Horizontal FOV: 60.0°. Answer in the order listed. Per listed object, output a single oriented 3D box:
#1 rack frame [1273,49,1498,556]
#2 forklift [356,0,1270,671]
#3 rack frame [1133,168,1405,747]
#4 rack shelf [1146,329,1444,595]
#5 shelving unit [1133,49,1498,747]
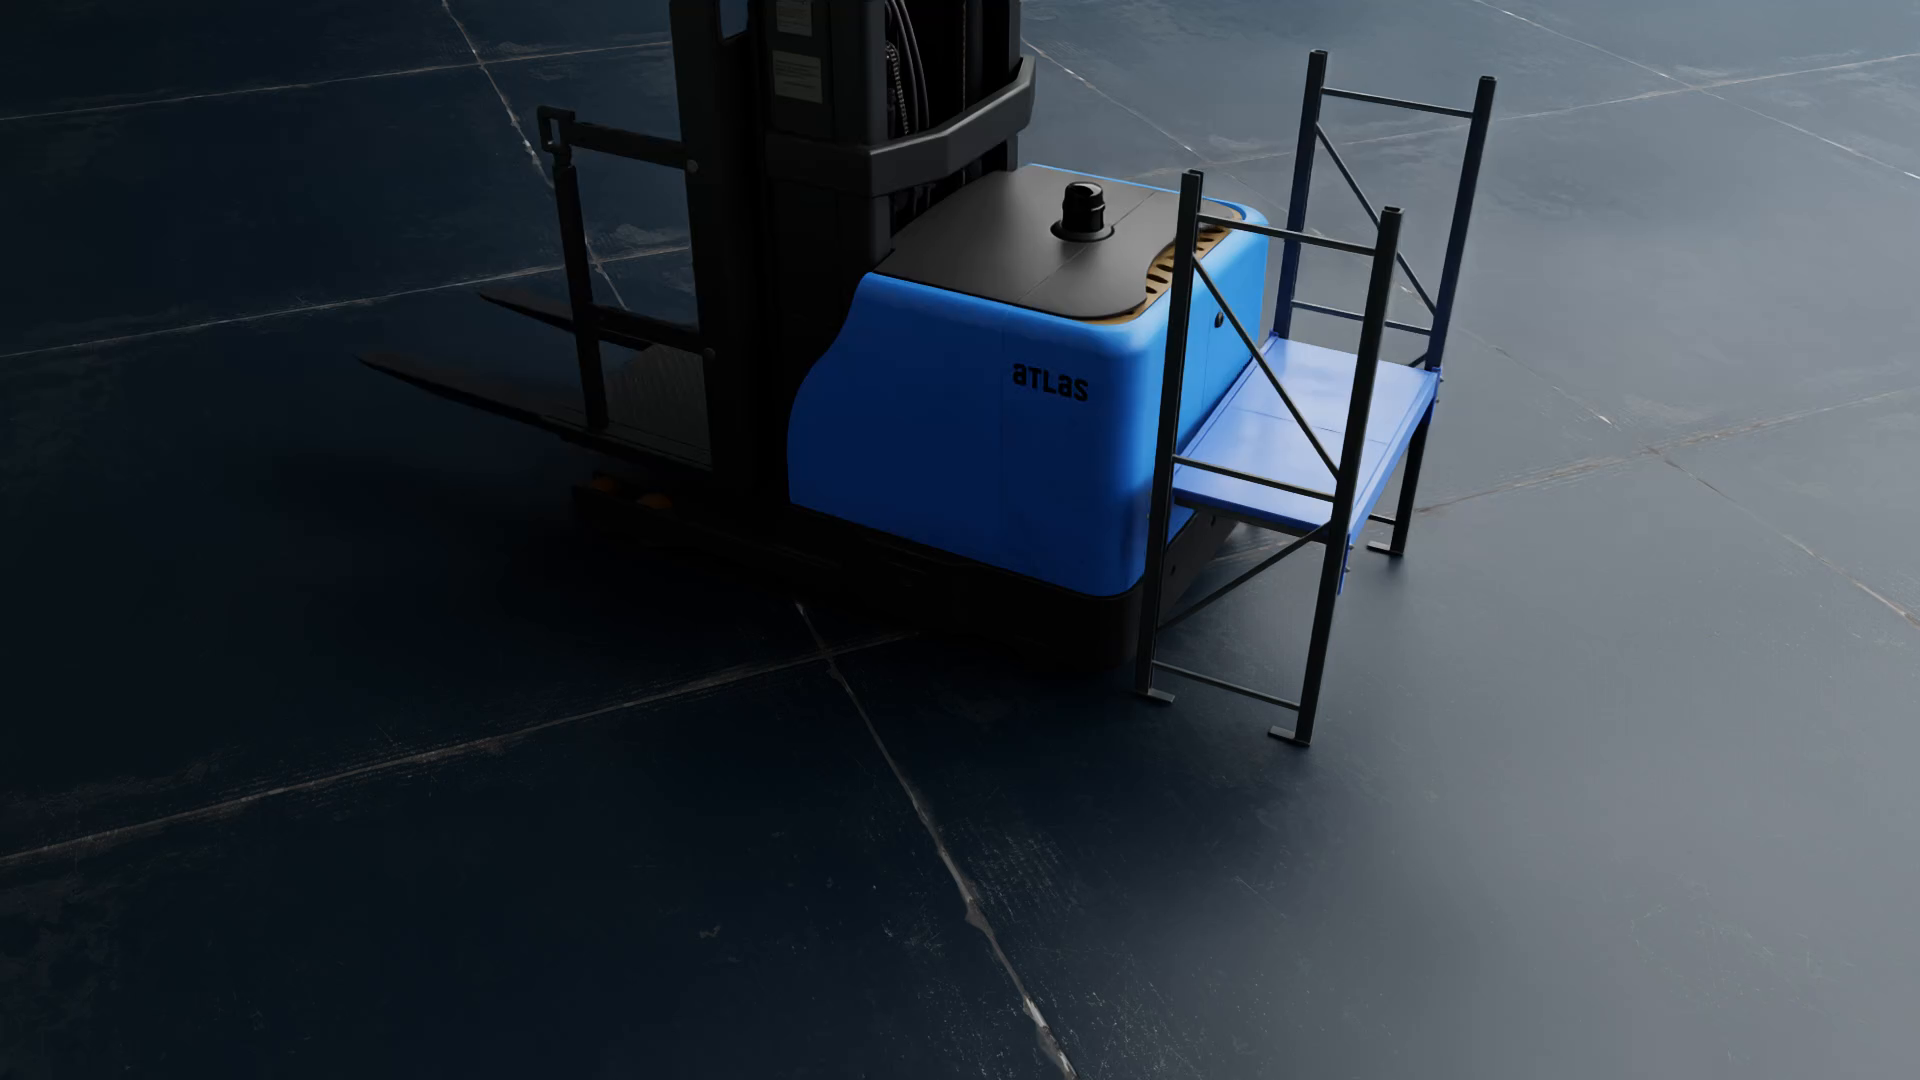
[{"bbox_3d":[1.171,-0.646,4.858,0.500,1.500,0.032,16,36,21],"label":"rack frame"},{"bbox_3d":[-0.640,-1.441,4.777,3.031,2.935,1.130,17,37,24],"label":"forklift"},{"bbox_3d":[0.721,-0.149,4.094,0.500,1.500,0.032,16,36,21],"label":"rack frame"},{"bbox_3d":[0.943,-0.247,4.576,0.538,0.185,1.000,16,36,21],"label":"rack shelf"},{"bbox_3d":[0.946,-0.397,4.476,0.538,1.500,1.048,16,36,21],"label":"shelving unit"}]
